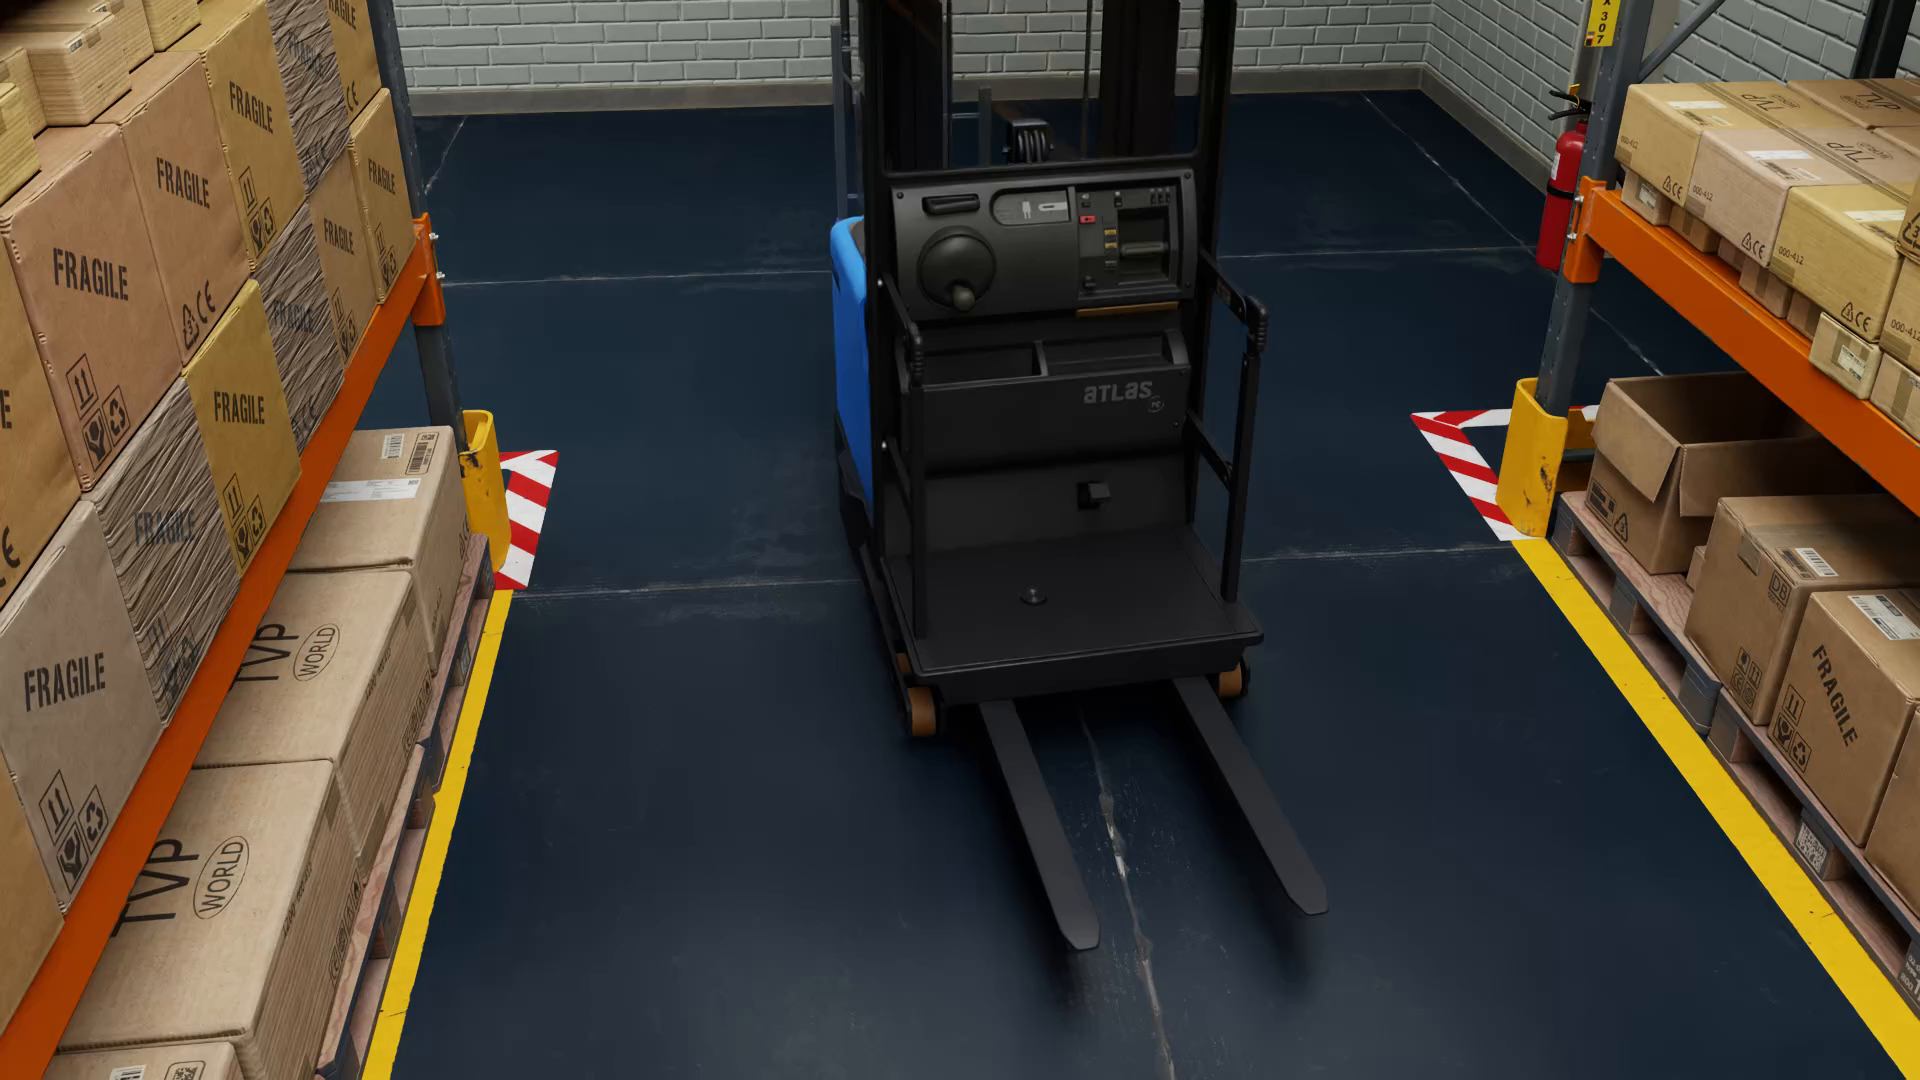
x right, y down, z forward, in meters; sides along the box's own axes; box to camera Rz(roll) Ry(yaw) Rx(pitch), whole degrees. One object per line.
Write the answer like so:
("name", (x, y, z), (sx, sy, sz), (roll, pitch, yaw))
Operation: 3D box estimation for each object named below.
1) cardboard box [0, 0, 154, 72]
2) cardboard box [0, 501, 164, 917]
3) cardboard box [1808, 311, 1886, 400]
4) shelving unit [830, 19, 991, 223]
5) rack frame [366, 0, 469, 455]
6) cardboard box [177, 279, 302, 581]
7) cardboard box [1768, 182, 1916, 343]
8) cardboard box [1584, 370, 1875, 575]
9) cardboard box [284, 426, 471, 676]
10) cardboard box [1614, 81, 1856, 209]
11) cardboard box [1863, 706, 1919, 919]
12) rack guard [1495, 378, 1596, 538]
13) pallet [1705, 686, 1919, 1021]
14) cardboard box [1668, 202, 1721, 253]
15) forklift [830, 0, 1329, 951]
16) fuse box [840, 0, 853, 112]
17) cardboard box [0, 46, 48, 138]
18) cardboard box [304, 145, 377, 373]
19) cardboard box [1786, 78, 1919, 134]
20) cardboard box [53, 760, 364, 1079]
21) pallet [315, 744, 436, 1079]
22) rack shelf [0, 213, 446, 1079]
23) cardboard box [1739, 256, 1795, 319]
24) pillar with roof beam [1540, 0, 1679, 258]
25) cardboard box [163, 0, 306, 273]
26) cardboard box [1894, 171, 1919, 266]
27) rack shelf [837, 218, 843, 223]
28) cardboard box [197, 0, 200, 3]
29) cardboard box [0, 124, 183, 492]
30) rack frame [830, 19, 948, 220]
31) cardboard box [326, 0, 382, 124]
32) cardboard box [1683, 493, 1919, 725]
("cardboard box", (-1.850, -1.001, 3.296), (0.380, 0.149, 0.250), (-2, 31, -3))
("cardboard box", (-1.715, 0.282, 2.755), (0.500, 0.500, 0.500), (-3, 31, -4))
("cardboard box", (2.508, -0.499, 4.405), (0.380, 0.149, 0.250), (-4, 31, -6))
("shelving unit", (-0.214, -1.264, 6.904), (0.538, 1.500, 1.048), (-5, 31, -8))
("rack frame", (-2.262, -1.208, 5.347), (1.000, 3.000, 0.127), (-3, 31, -5))
("cardboard box", (-1.803, -0.235, 3.621), (0.500, 0.500, 0.500), (-2, 31, -3))
("cardboard box", (2.551, -0.751, 4.438), (0.500, 0.250, 0.500), (-3, 31, -6))
("cardboard box", (2.642, -0.240, 5.751), (0.797, 0.503, 0.637), (-4, 31, -7))
("cardboard box", (-2.101, 0.044, 5.341), (0.875, 0.438, 0.875), (-4, 31, -6))
("cardboard box", (2.453, -1.267, 5.301), (0.500, 0.250, 0.500), (-3, 31, -4))
("cardboard box", (2.780, 0.730, 4.130), (0.700, 0.500, 0.500), (-4, 31, -6))
("rack guard", (2.686, -0.336, 6.325), (1.175, 0.500, 0.348), (-3, 31, -5))
("pallet", (2.873, 0.817, 4.677), (1.003, 0.211, 1.213), (-3, 31, -5))
("cardboard box", (2.507, -1.031, 5.296), (0.380, 0.149, 0.250), (-2, 31, -3))
("forklift", (0.306, -0.847, 4.809), (1.130, 2.935, 3.031), (-6, 31, -10))
("fuse box", (-0.707, -3.559, 10.539), (0.539, 1.711, 0.414), (-3, 31, -5))
("cardboard box", (-1.829, -0.740, 2.858), (0.380, 0.149, 0.250), (-3, 31, -5))
("cardboard box", (-1.922, -0.760, 4.500), (0.500, 0.500, 0.500), (-3, 31, -6))
("cardboard box", (2.986, -1.289, 5.339), (0.500, 0.250, 0.500), (-2, 31, -3))
("cardboard box", (-1.925, 0.971, 3.788), (0.875, 0.438, 0.875), (-4, 31, -6))
("pallet", (-1.999, 1.015, 4.345), (1.003, 0.211, 1.213), (-3, 31, -5))
("rack shelf", (-2.076, 0.122, 3.822), (1.077, 0.370, 4.000), (-3, 31, -5))
("cardboard box", (2.528, -0.767, 4.854), (0.380, 0.149, 0.250), (-2, 31, -3))
("pillar with roof beam", (-0.961, -5.237, 6.242), (9.100, 9.000, 0.400), (-3, 31, -5))
("cardboard box", (-1.859, -0.927, 3.805), (0.500, 0.500, 0.500), (-3, 31, -5))
("cardboard box", (2.594, -0.823, 3.827), (0.500, 0.500, 0.500), (-2, 31, -3))
("rack shelf", (-0.214, -1.110, 6.996), (0.538, 0.185, 1.000), (-5, 31, -8))
("cardboard box", (-1.937, -1.261, 3.732), (0.380, 0.149, 0.250), (-3, 31, -5))
("cardboard box", (-1.770, -0.413, 2.944), (0.500, 0.500, 0.500), (-2, 31, -4))
("rack frame", (-0.292, -1.522, 7.335), (0.500, 1.500, 0.032), (-5, 31, -8))
("cardboard box", (-1.980, -1.446, 4.672), (0.500, 0.500, 0.500), (-2, 31, -3))
("cardboard box", (2.683, 0.200, 5.018), (0.700, 0.500, 0.500), (-2, 31, -3))
